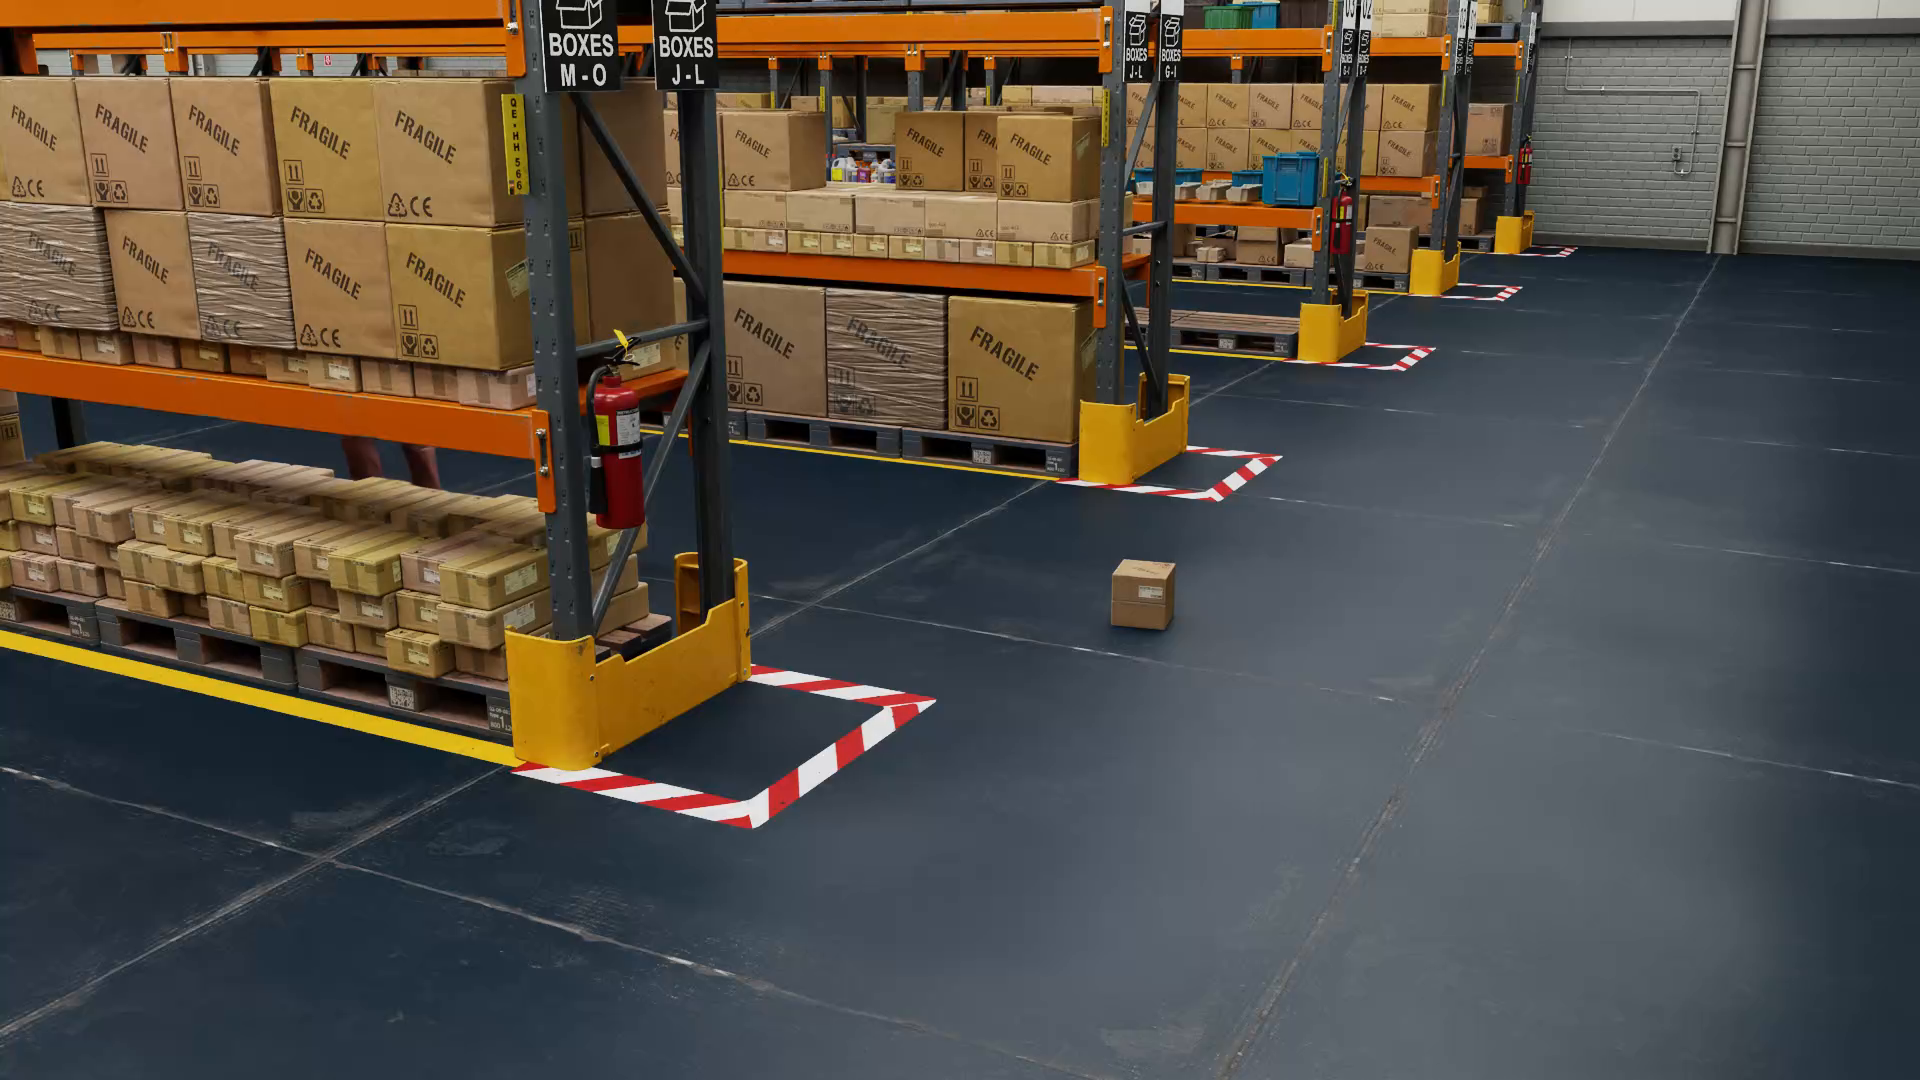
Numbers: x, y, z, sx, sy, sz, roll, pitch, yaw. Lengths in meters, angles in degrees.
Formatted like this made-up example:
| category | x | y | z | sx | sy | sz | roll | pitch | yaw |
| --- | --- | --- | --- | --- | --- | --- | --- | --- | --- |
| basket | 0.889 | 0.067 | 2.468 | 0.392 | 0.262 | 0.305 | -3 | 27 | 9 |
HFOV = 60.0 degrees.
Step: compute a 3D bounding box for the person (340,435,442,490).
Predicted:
| category | x | y | z | sx | sy | sz | roll | pitch | yaw |
| --- | --- | --- | --- | --- | --- | --- | --- | --- | --- |
| person | -3.091 | -0.841 | 9.042 | 0.548 | 1.727 | 0.477 | 8 | 18 | 26 |
